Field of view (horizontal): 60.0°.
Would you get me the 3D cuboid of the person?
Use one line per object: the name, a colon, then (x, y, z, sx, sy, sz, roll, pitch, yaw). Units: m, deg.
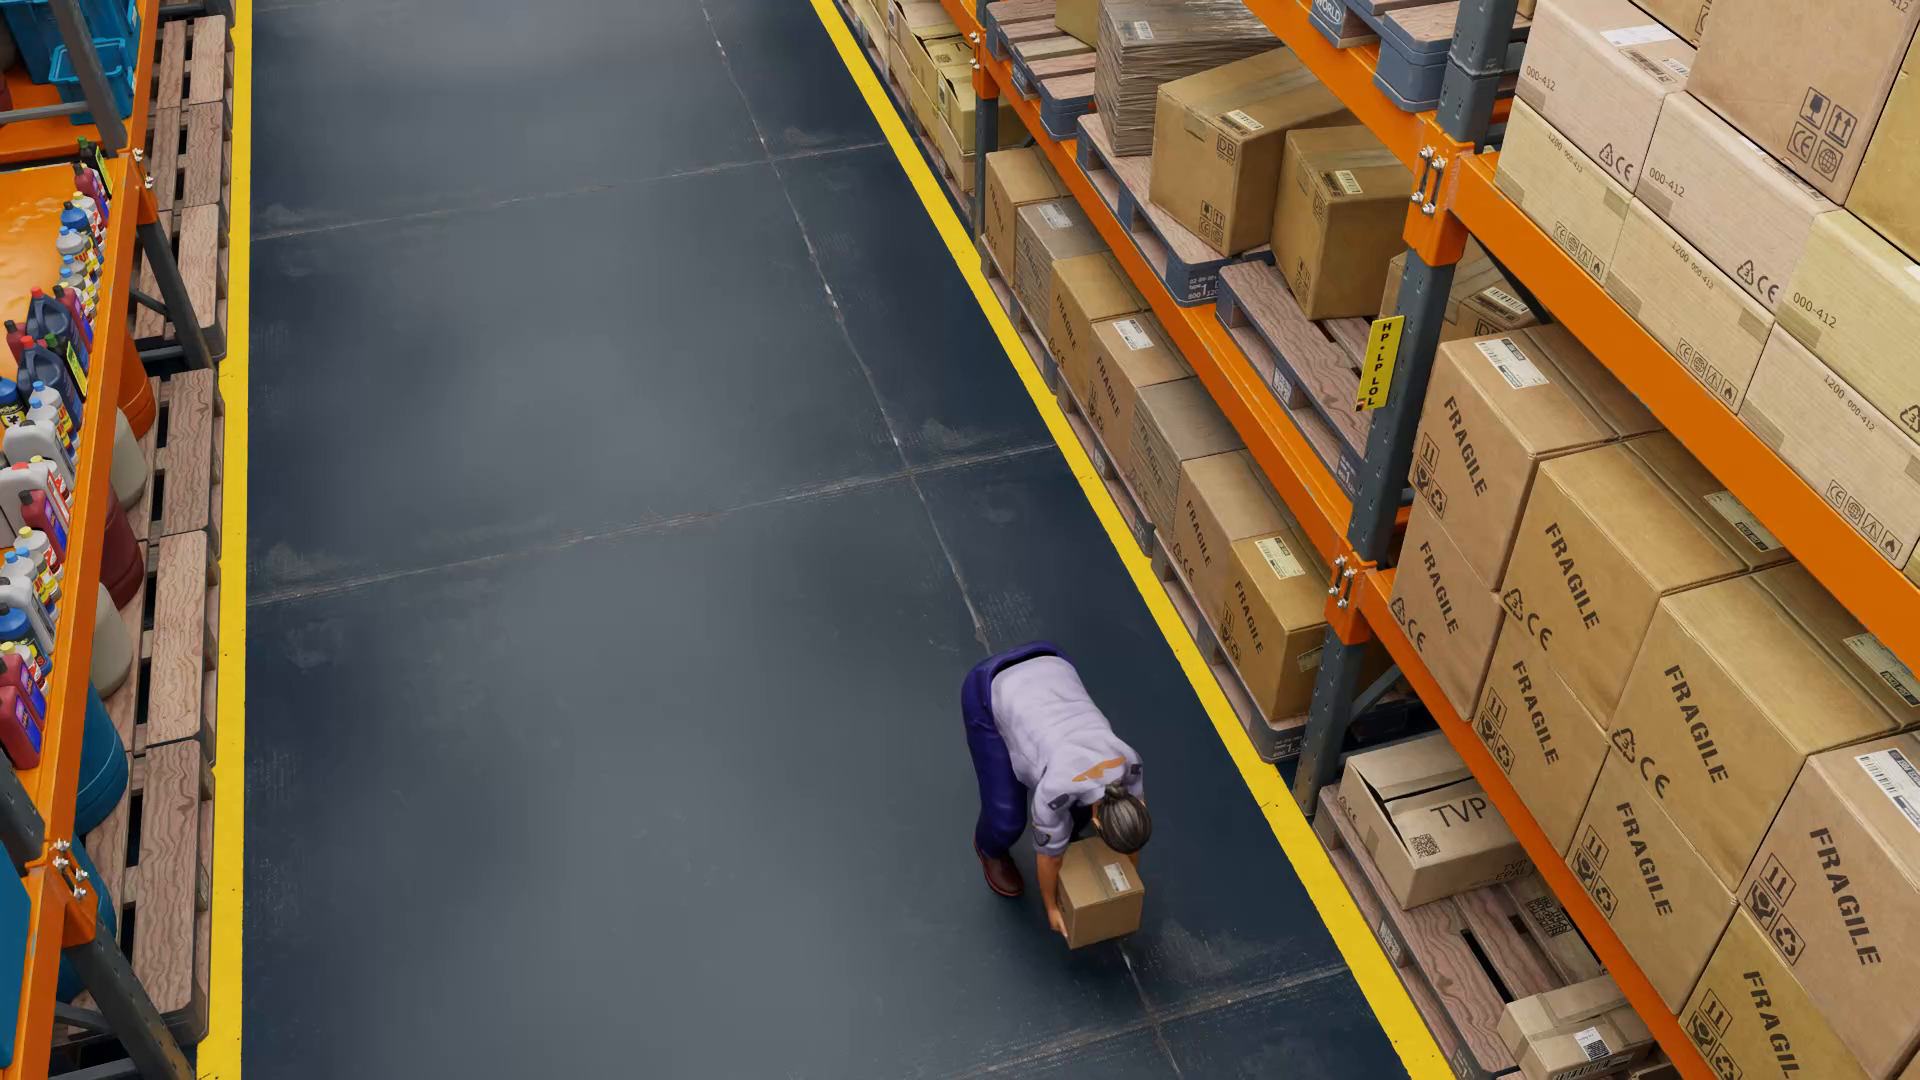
person: (0.343, 0.915, 5.680, 0.484, 0.967, 0.910, -19, 46, -20)
